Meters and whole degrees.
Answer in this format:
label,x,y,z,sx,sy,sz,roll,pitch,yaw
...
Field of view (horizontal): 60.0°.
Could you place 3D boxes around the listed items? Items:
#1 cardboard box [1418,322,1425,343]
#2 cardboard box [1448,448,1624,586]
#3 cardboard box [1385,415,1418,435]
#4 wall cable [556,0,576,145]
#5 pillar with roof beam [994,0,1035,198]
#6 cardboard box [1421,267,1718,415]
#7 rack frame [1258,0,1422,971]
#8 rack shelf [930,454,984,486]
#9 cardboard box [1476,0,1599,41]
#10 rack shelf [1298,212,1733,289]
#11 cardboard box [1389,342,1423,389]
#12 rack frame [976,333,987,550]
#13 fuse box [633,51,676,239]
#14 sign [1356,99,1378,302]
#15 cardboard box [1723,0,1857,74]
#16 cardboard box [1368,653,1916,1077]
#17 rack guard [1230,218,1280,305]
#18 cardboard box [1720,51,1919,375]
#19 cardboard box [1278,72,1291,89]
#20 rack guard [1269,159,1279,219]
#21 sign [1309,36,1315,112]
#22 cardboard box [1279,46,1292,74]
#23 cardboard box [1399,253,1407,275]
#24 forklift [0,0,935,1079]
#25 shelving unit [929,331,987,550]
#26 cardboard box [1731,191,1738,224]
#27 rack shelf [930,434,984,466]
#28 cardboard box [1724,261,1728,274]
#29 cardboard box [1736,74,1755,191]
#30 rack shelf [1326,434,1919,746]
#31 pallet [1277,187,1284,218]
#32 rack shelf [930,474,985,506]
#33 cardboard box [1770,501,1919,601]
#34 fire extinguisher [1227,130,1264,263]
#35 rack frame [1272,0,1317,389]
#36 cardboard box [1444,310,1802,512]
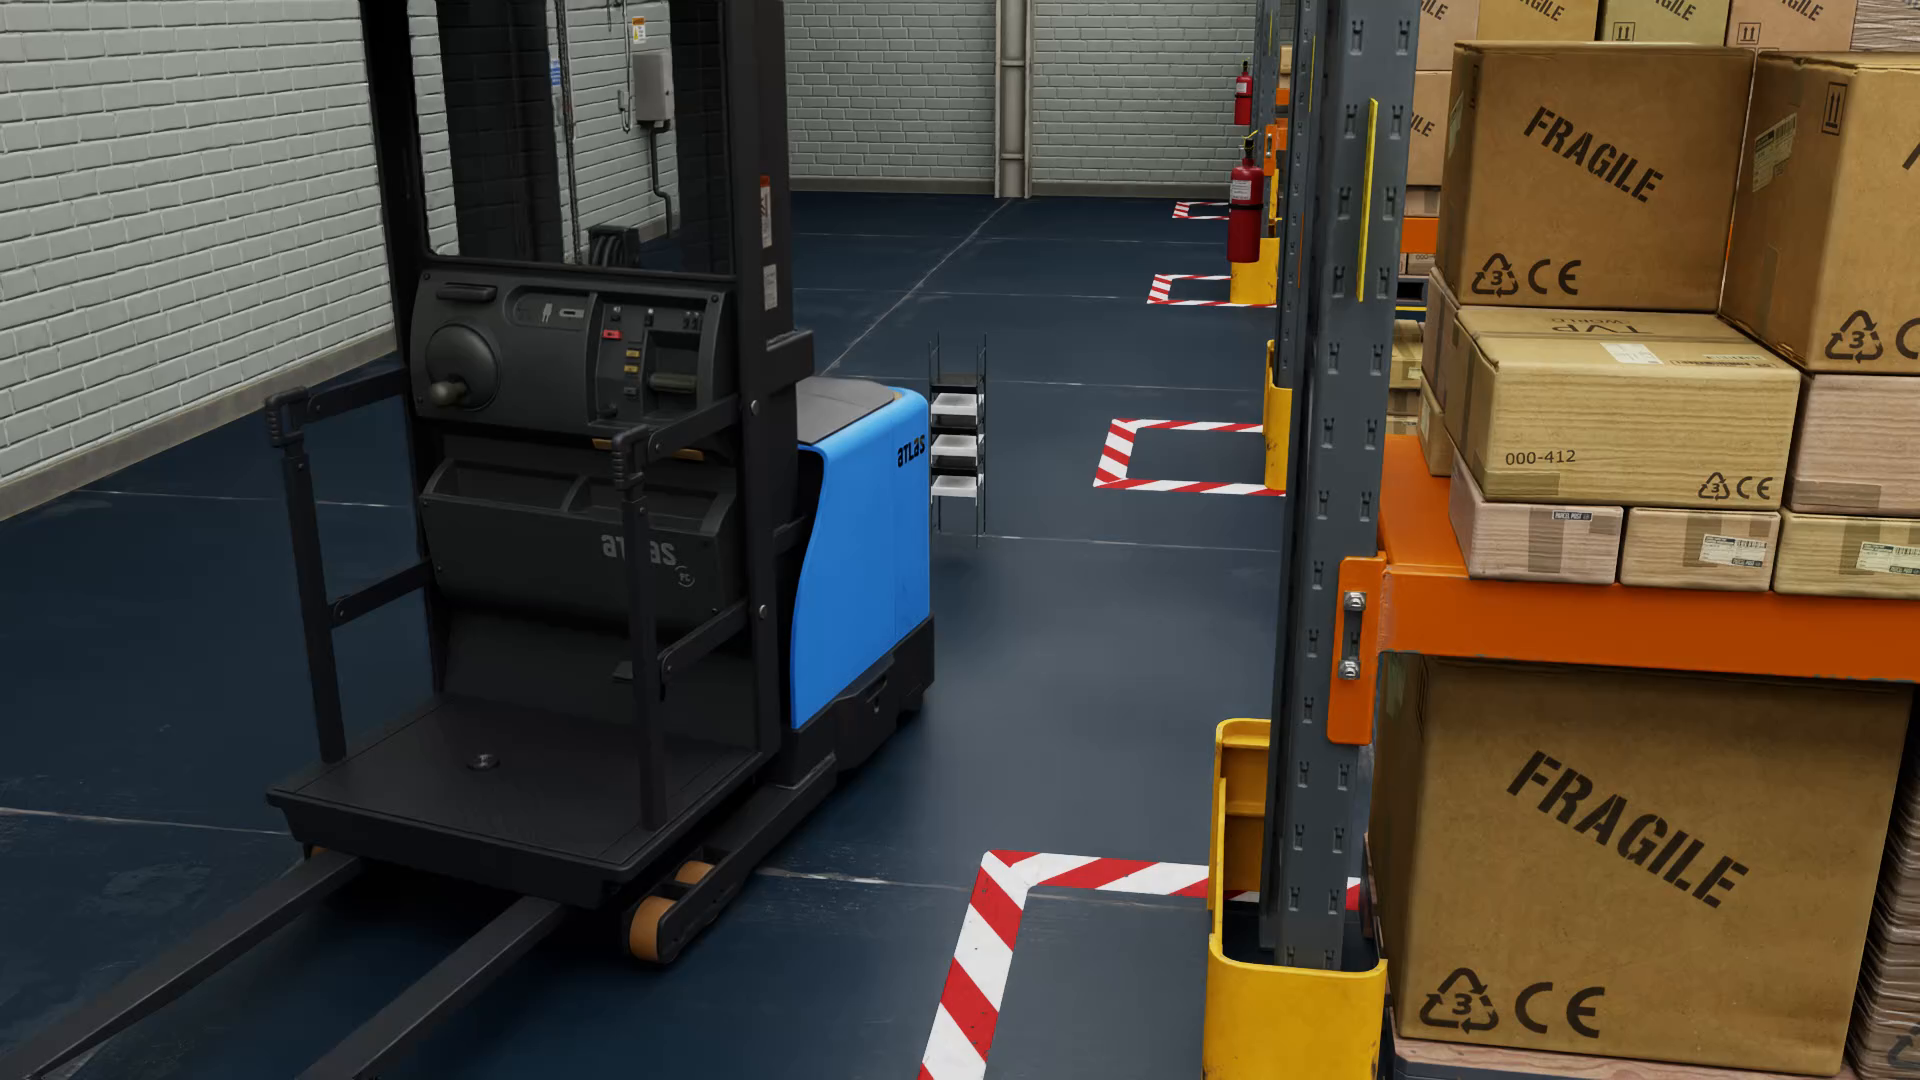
label,x,y,z,sx,sy,sz,roll,pitch,yaw
cardboard box,2.462,-0.994,8.439,0.250,0.149,0.380,3,19,10
cardboard box,1.072,-0.053,3.130,0.250,0.149,0.380,3,19,9
cardboard box,2.127,-0.563,8.088,0.250,0.149,0.380,3,19,10
wall cable,-3.225,-4.171,13.391,0.123,1.953,0.585,3,19,9
pillar with roof beam,-0.072,-6.868,13.646,0.400,9.000,9.100,3,19,9
cardboard box,1.295,-0.422,3.604,0.500,0.250,0.500,3,19,8
rack frame,0.774,-0.293,3.452,0.127,3.000,1.000,3,19,9
rack shelf,-0.008,-0.310,7.201,0.200,0.077,0.258,3,19,9
cardboard box,2.561,-2.376,7.473,0.500,0.500,0.500,3,19,10
rack shelf,3.635,-1.400,7.894,4.000,0.370,1.077,3,19,9
cardboard box,2.124,-0.839,7.976,0.250,0.149,0.380,2,19,6
rack frame,0.092,-0.422,7.146,0.006,0.900,0.240,3,19,9
fuse box,-2.748,-3.714,15.707,0.414,1.711,0.539,3,19,9
sign,0.680,-0.568,2.784,0.005,0.325,0.100,3,19,9
cardboard box,3.575,-2.318,7.301,0.500,0.500,0.500,2,19,7
cardboard box,1.419,0.522,3.701,0.875,0.875,0.875,3,19,9
rack guard,2.322,-2.214,13.131,0.348,0.500,1.175,3,19,9
cardboard box,1.699,-0.585,2.910,0.500,0.500,0.500,2,19,7
cardboard box,3.411,-4.732,17.113,0.250,0.149,0.380,3,19,8
rack guard,3.205,-3.764,17.765,0.348,0.500,1.175,3,19,9
sign,1.575,-2.083,7.436,0.005,0.325,0.100,3,19,9
cardboard box,3.535,-4.916,17.035,0.500,0.250,0.500,3,19,9
cardboard box,3.013,-2.380,13.065,0.875,0.438,0.875,2,19,7
forklift,-1.107,-0.484,4.130,1.130,2.935,3.031,7,20,21
shelving unit,-0.008,-0.427,7.162,0.210,0.900,0.258,3,19,9
cardboard box,3.477,-1.541,7.578,0.250,0.149,0.380,4,19,11
rack shelf,-0.008,-0.396,7.172,0.200,0.077,0.258,3,19,9
cardboard box,5.692,-2.246,12.664,0.875,0.438,0.875,3,19,8
cardboard box,3.578,-1.850,7.479,0.500,0.500,0.500,2,19,7
rack shelf,2.749,0.149,3.266,4.000,0.370,1.077,3,19,9
pallet,3.992,-3.587,17.691,1.213,0.211,1.003,3,19,9
rack shelf,-0.008,-0.225,7.229,0.200,0.077,0.258,3,19,9
cardboard box,1.579,-0.028,3.054,0.250,0.149,0.380,2,19,7
fire extinguisher,1.485,-1.786,8.623,0.183,0.674,0.296,3,19,9
rack frame,1.661,-1.842,8.081,0.127,3.000,1.000,3,19,9
cardboard box,1.205,-0.254,3.104,0.500,0.250,0.500,2,19,7
